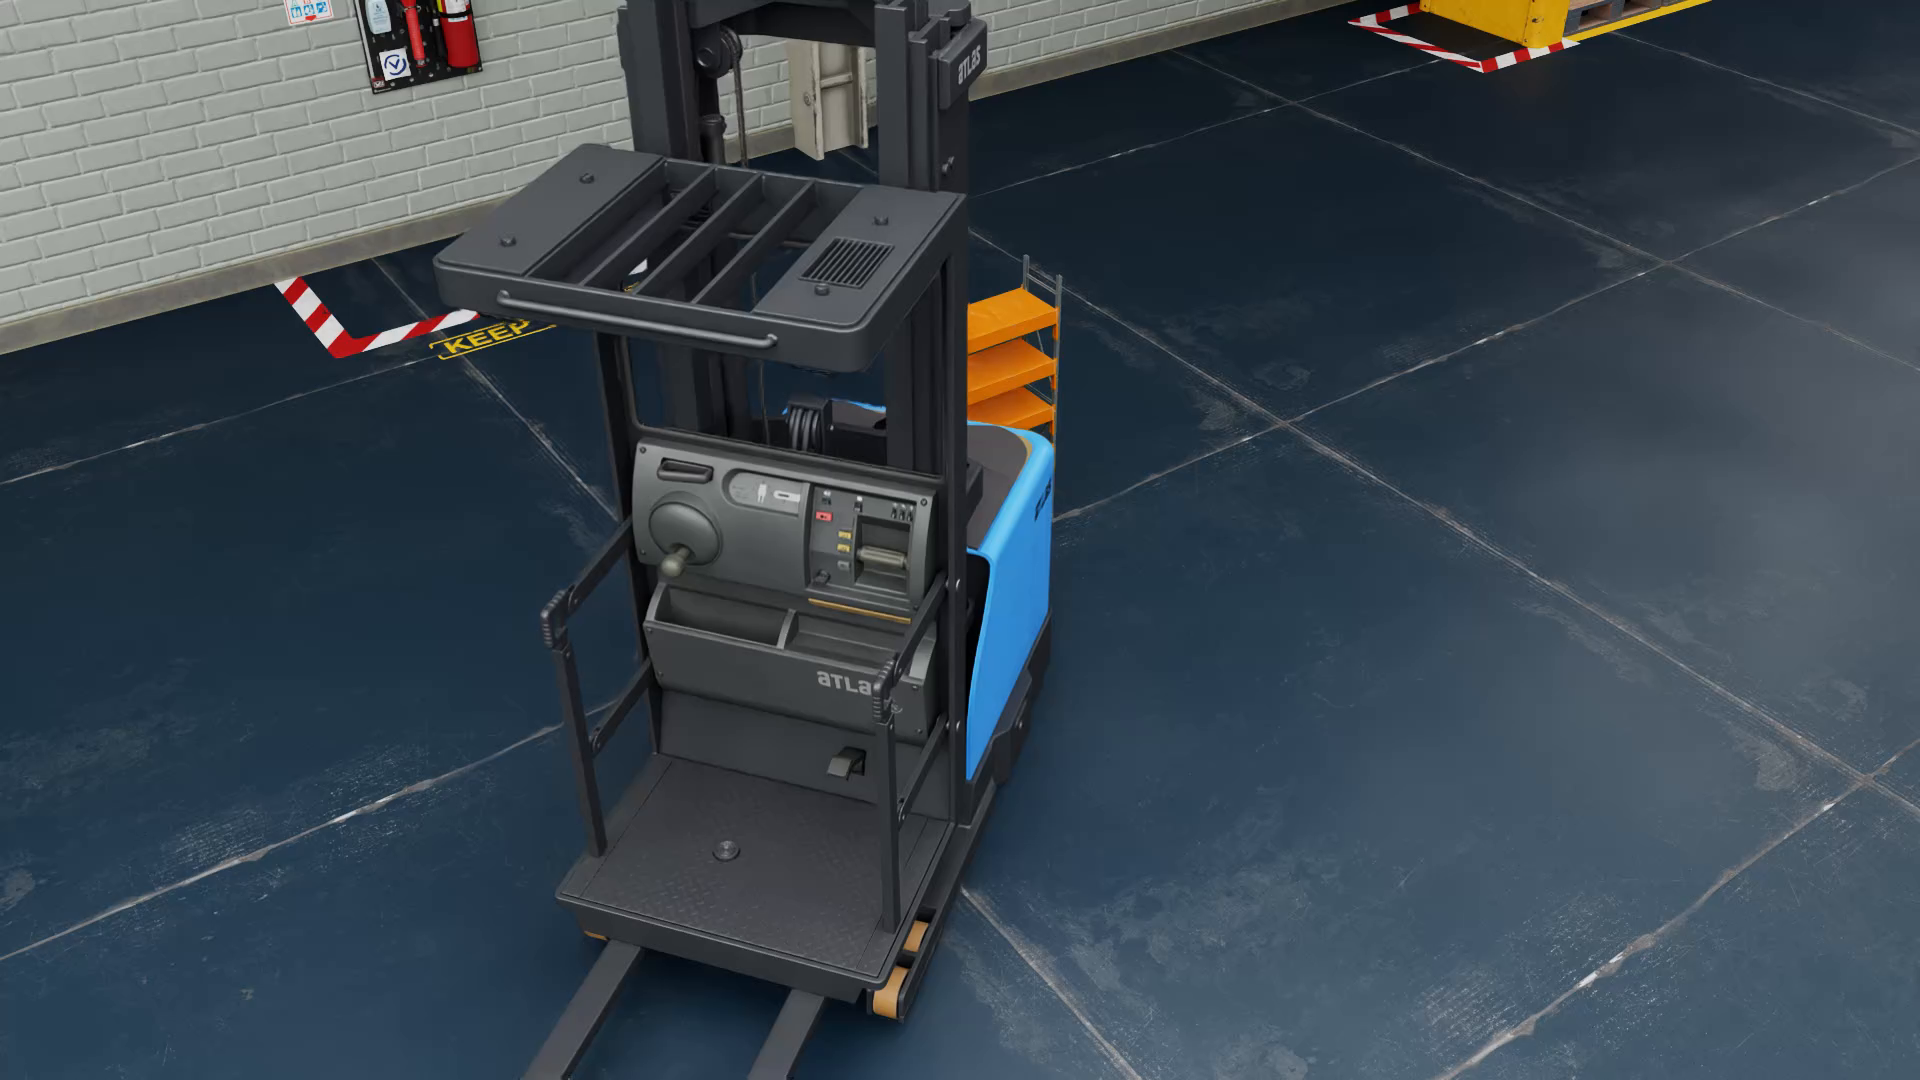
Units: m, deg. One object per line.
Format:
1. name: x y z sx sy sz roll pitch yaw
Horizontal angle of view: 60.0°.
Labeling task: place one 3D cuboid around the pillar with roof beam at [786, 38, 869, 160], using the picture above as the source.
1. pillar with roof beam: 1.641 -4.161 5.329 0.400 9.000 9.100 -22 41 -28

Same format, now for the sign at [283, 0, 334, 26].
1. sign: -3.392 -2.845 8.606 0.234 0.329 0.001 -22 41 -28

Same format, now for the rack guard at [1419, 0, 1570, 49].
1. rack guard: 4.054 -4.161 12.607 0.348 0.500 1.175 -22 41 -28

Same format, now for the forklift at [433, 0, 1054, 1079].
1. forklift: -0.593 0.031 4.697 1.130 2.935 3.031 11 37 15

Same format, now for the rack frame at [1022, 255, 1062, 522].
1. rack frame: 0.335 -0.625 7.091 0.015 1.200 0.240 -22 41 -28

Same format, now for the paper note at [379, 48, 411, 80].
1. paper note: -3.065 -2.583 9.027 0.142 0.148 0.016 -22 41 -28

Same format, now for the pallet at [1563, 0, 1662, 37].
1. pallet: 4.738 -4.300 13.048 1.213 0.211 1.003 -22 41 -28

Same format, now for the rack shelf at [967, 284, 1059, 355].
1. rack shelf: 0.135 -0.862 6.748 0.480 0.148 0.258 -22 41 -28

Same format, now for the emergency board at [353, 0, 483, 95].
1. emergency board: -2.881 -2.967 8.807 0.643 1.169 0.194 -22 41 -28

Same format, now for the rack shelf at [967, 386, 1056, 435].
1. rack shelf: 0.135 -0.488 7.016 0.480 0.148 0.258 -22 41 -28

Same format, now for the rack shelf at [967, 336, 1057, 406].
1. rack shelf: 0.135 -0.670 6.886 0.480 0.148 0.258 -22 41 -28

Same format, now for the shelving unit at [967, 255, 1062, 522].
1. shelving unit: 0.135 -0.543 6.977 0.503 1.200 0.258 -22 41 -28

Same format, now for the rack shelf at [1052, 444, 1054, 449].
1. rack shelf: 0.135 -0.327 7.132 0.480 0.148 0.258 -22 41 -28

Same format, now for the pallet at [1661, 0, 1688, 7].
1. pallet: 5.734 -4.708 13.615 1.213 0.211 1.003 -22 41 -28
